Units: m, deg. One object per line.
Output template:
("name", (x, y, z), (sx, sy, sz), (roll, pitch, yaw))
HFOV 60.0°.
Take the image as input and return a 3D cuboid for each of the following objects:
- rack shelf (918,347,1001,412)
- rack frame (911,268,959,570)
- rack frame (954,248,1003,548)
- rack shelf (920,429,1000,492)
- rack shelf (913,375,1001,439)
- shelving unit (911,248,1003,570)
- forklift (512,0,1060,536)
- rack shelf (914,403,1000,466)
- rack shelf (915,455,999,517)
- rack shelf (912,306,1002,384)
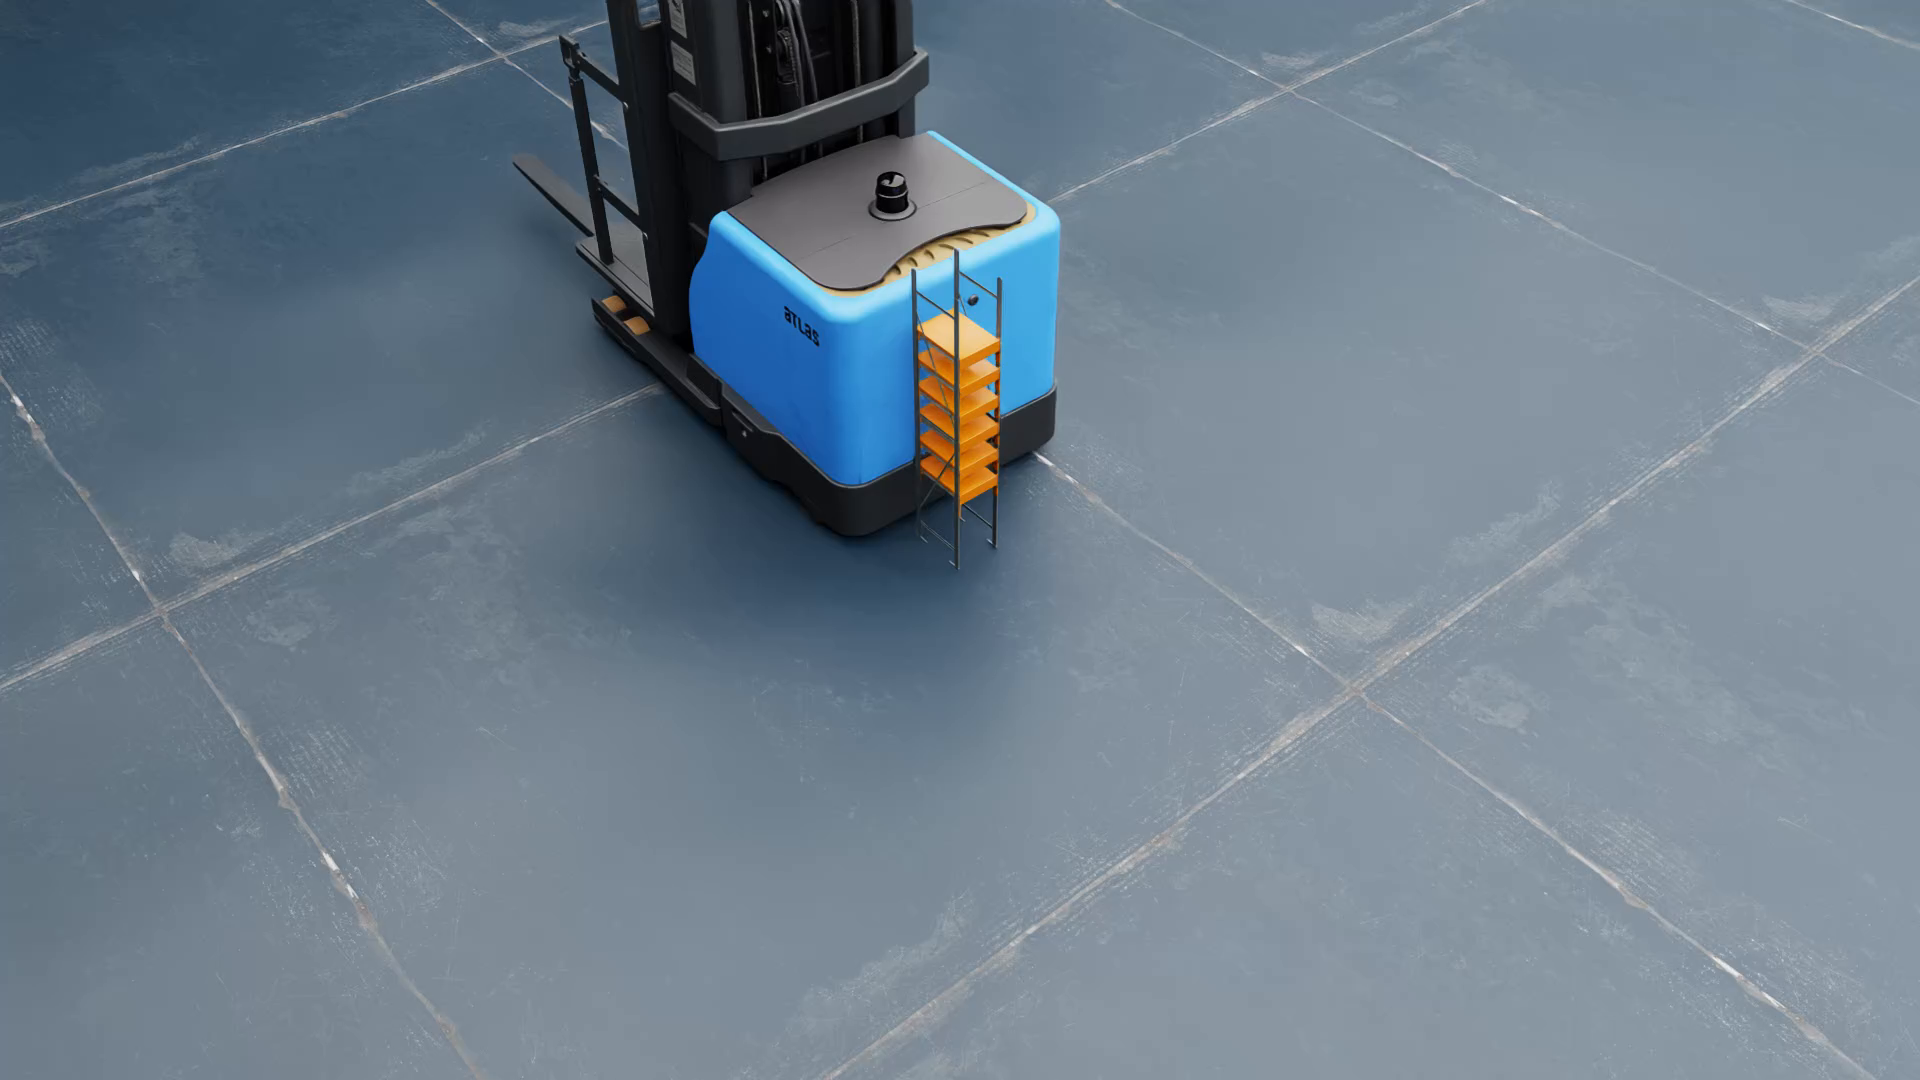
("rack shelf", (-0.011, -0.574, 5.699), (0.180, 0.103, 0.258), (-30, 51, -28))
("rack frame", (-0.081, -0.391, 5.790), (0.006, 1.200, 0.240), (-30, 51, -28))
("rack frame", (0.059, -0.471, 5.875), (0.006, 1.200, 0.240), (-30, 51, -28))
("rack shelf", (-0.011, -0.311, 5.945), (0.180, 0.103, 0.258), (-30, 51, -28))
("rack shelf", (-0.011, -0.486, 5.781), (0.180, 0.103, 0.258), (-30, 51, -28))
("shelving unit", (-0.011, -0.431, 5.832), (0.189, 1.200, 0.258), (-30, 51, -28))
("forklift", (-0.924, -2.038, 6.279), (1.130, 2.935, 3.031), (-28, 50, -27))
("rack shelf", (-0.011, -0.399, 5.863), (0.180, 0.103, 0.258), (-30, 51, -28))
("rack shelf", (-0.011, -0.224, 6.027), (0.180, 0.103, 0.258), (-30, 51, -28))
("rack shelf", (-0.011, -0.661, 5.616), (0.180, 0.103, 0.258), (-30, 51, -28))
